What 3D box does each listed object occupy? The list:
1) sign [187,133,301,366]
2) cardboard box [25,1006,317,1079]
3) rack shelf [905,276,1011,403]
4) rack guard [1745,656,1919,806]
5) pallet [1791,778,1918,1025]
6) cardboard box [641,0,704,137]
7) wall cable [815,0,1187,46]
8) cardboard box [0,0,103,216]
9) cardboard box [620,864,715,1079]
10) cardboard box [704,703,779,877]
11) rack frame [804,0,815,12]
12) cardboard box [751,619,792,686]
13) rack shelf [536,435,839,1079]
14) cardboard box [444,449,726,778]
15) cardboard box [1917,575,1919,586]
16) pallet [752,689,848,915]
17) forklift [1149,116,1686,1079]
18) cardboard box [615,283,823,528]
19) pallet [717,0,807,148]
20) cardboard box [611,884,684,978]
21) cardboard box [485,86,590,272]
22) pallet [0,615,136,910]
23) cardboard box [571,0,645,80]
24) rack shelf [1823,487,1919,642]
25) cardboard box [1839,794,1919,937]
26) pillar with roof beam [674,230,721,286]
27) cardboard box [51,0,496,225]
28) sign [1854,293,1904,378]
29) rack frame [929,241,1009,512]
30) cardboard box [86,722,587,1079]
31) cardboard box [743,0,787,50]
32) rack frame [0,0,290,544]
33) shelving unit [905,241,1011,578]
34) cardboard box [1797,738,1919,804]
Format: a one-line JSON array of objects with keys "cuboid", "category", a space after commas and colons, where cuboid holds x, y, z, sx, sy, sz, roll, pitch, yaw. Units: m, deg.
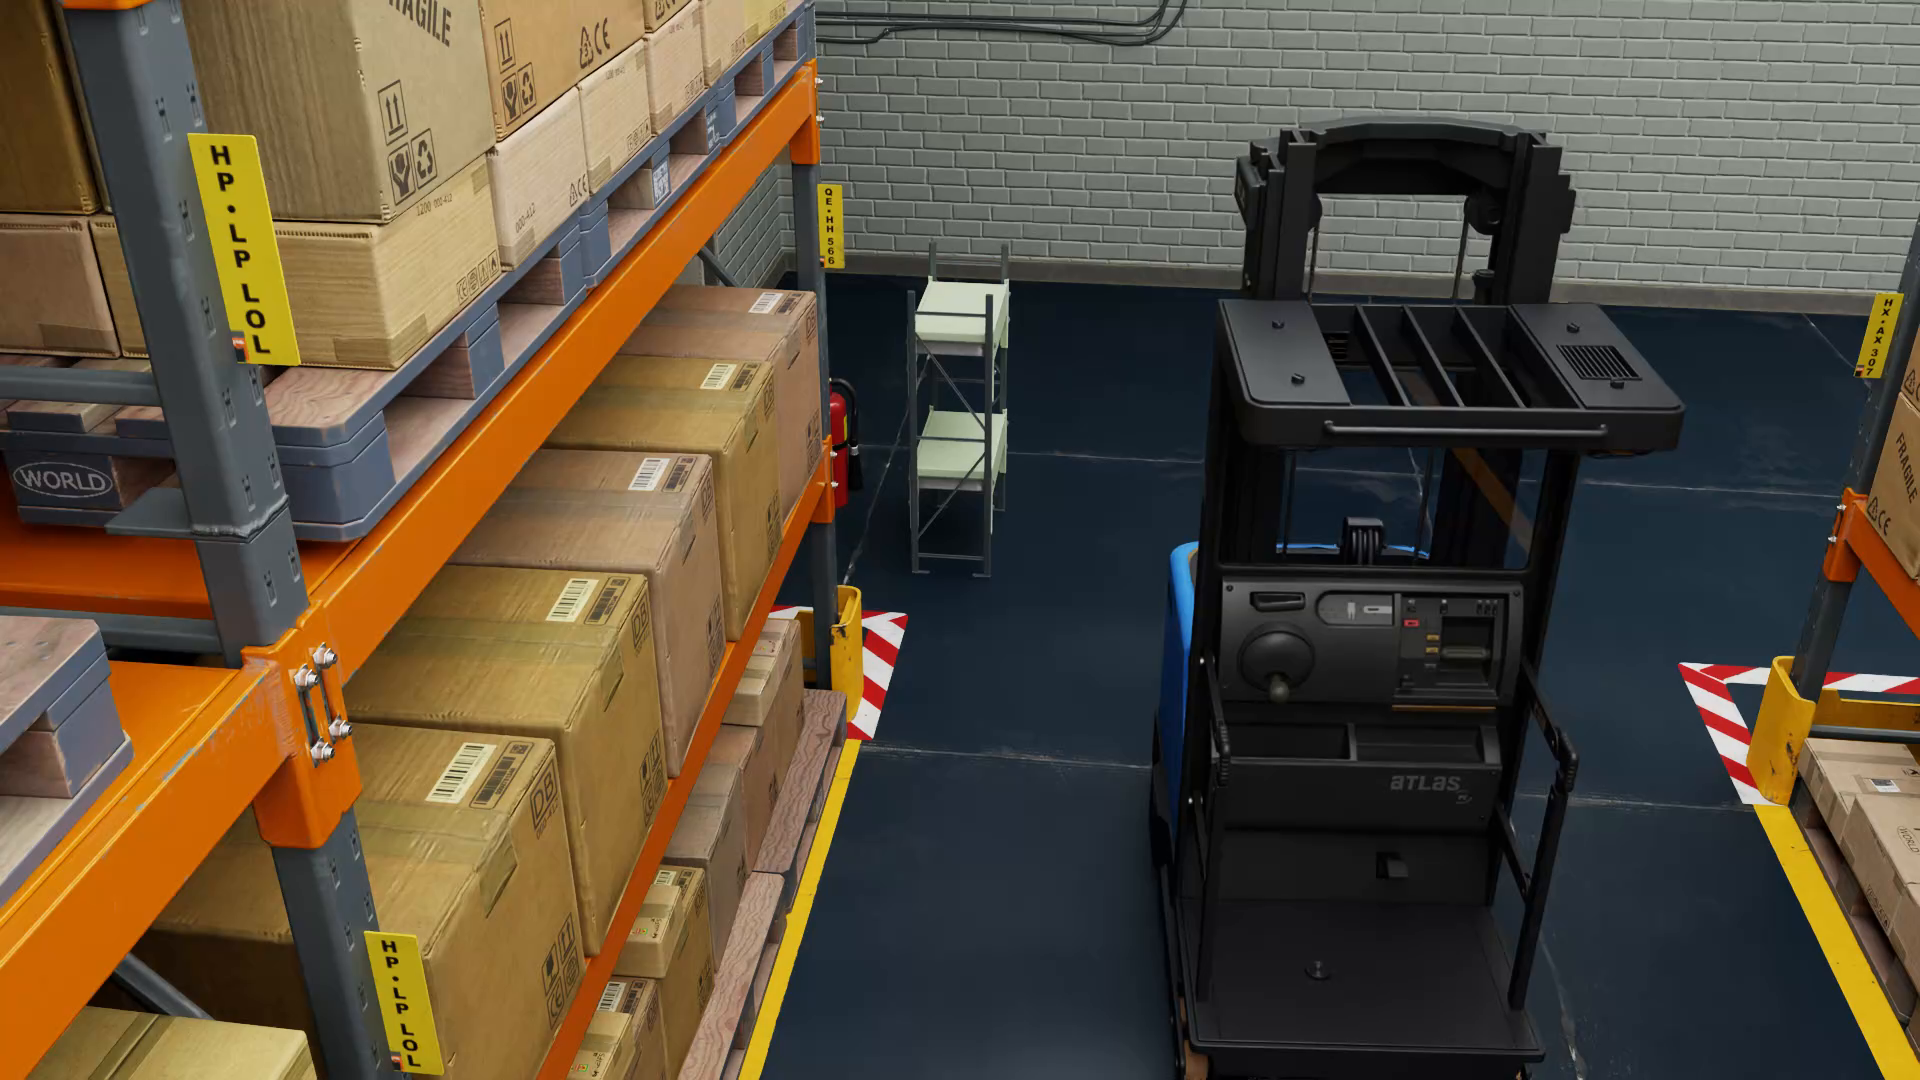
[{"cuboid": [-0.981, -0.393, 2.277, 0.100, 0.325, 0.005, 3, 28, 6], "category": "sign"}, {"cuboid": [-1.324, 0.988, 2.523, 0.500, 0.250, 0.500, 4, 29, 7], "category": "cardboard box"}, {"cuboid": [-0.001, -1.001, 8.203, 0.431, 0.370, 0.720, 3, 28, 6], "category": "rack shelf"}, {"cuboid": [3.877, 0.806, 6.726, 1.175, 0.500, 0.348, 3, 28, 6], "category": "rack guard"}, {"cuboid": [3.780, 1.309, 6.098, 1.003, 0.211, 1.213, 3, 28, 6], "category": "pallet"}, {"cuboid": [-0.979, -1.249, 4.353, 0.500, 0.250, 0.500, 3, 28, 5], "category": "cardboard box"}, {"cuboid": [0.017, -4.532, 10.948, 3.097, 2.526, 0.112, 3, 28, 6], "category": "wall cable"}, {"cuboid": [-1.667, -0.889, 2.894, 0.500, 0.500, 0.500, 3, 28, 6], "category": "cardboard box"}, {"cuboid": [-1.198, 1.359, 5.258, 0.700, 0.500, 0.500, 4, 29, 7], "category": "cardboard box"}, {"cuboid": [-1.079, 0.870, 6.165, 0.700, 0.500, 0.500, 3, 28, 6], "category": "cardboard box"}, {"cuboid": [-1.031, -3.257, 5.308, 1.000, 3.000, 0.127, 3, 28, 6], "category": "rack frame"}, {"cuboid": [-0.852, 0.420, 6.316, 0.380, 0.149, 0.250, 3, 28, 6], "category": "cardboard box"}, {"cuboid": [-1.276, 0.642, 5.154, 1.077, 0.370, 4.000, 3, 28, 6], "category": "rack shelf"}, {"cuboid": [-1.264, 0.194, 4.911, 0.980, 0.700, 0.700, 2, 28, 4], "category": "cardboard box"}, {"cuboid": [3.512, 0.063, 5.365, 0.500, 0.500, 0.500, 3, 28, 6], "category": "cardboard box"}, {"cuboid": [-1.051, 0.993, 6.685, 1.003, 0.211, 1.213, 3, 28, 6], "category": "pallet"}, {"cuboid": [1.271, 0.362, 4.989, 1.130, 2.935, 3.031, 1, 28, 2], "category": "forklift"}, {"cuboid": [-1.083, -0.507, 6.213, 0.980, 0.700, 0.700, 5, 29, 9], "category": "cardboard box"}, {"cuboid": [-1.111, -1.548, 5.391, 1.003, 0.211, 1.213, 3, 28, 6], "category": "pallet"}, {"cuboid": [-1.041, 1.154, 4.953, 0.380, 0.149, 0.250, 3, 28, 5], "category": "cardboard box"}, {"cuboid": [-1.098, -0.766, 3.456, 0.500, 0.250, 0.500, 3, 28, 5], "category": "cardboard box"}, {"cuboid": [-1.584, 0.465, 1.763, 0.805, 0.209, 1.217, 2, 28, 4], "category": "pallet"}, {"cuboid": [-1.043, -1.341, 3.733, 0.500, 0.500, 0.500, 4, 29, 7], "category": "cardboard box"}, {"cuboid": [3.641, 0.928, 4.623, 1.077, 0.370, 4.000, 3, 28, 6], "category": "rack shelf"}, {"cuboid": [3.477, 1.162, 5.866, 0.500, 0.250, 0.500, 3, 28, 6], "category": "cardboard box"}, {"cuboid": [2.714, -4.328, 7.296, 9.100, 9.000, 0.400, 3, 28, 6], "category": "pillar with roof beam"}, {"cuboid": [-1.155, -0.866, 2.852, 0.500, 0.500, 0.500, 3, 28, 6], "category": "cardboard box"}, {"cuboid": [3.347, -0.742, 6.053, 0.100, 0.325, 0.005, 3, 28, 6], "category": "sign"}, {"cuboid": [0.044, -0.829, 8.708, 0.400, 1.500, 0.023, 3, 28, 6], "category": "rack frame"}, {"cuboid": [-1.438, 0.880, 3.637, 0.980, 0.700, 0.700, 4, 29, 7], "category": "cardboard box"}, {"cuboid": [-0.857, -1.739, 5.263, 0.500, 0.250, 0.500, 4, 29, 8], "category": "cardboard box"}, {"cuboid": [-1.521, -1.374, 1.813, 1.000, 3.000, 0.127, 3, 28, 6], "category": "rack frame"}, {"cuboid": [-0.001, -0.657, 8.388, 0.431, 1.500, 0.755, 3, 28, 6], "category": "shelving unit"}, {"cuboid": [3.494, 0.909, 6.443, 0.380, 0.149, 0.250, 3, 28, 6], "category": "cardboard box"}]
